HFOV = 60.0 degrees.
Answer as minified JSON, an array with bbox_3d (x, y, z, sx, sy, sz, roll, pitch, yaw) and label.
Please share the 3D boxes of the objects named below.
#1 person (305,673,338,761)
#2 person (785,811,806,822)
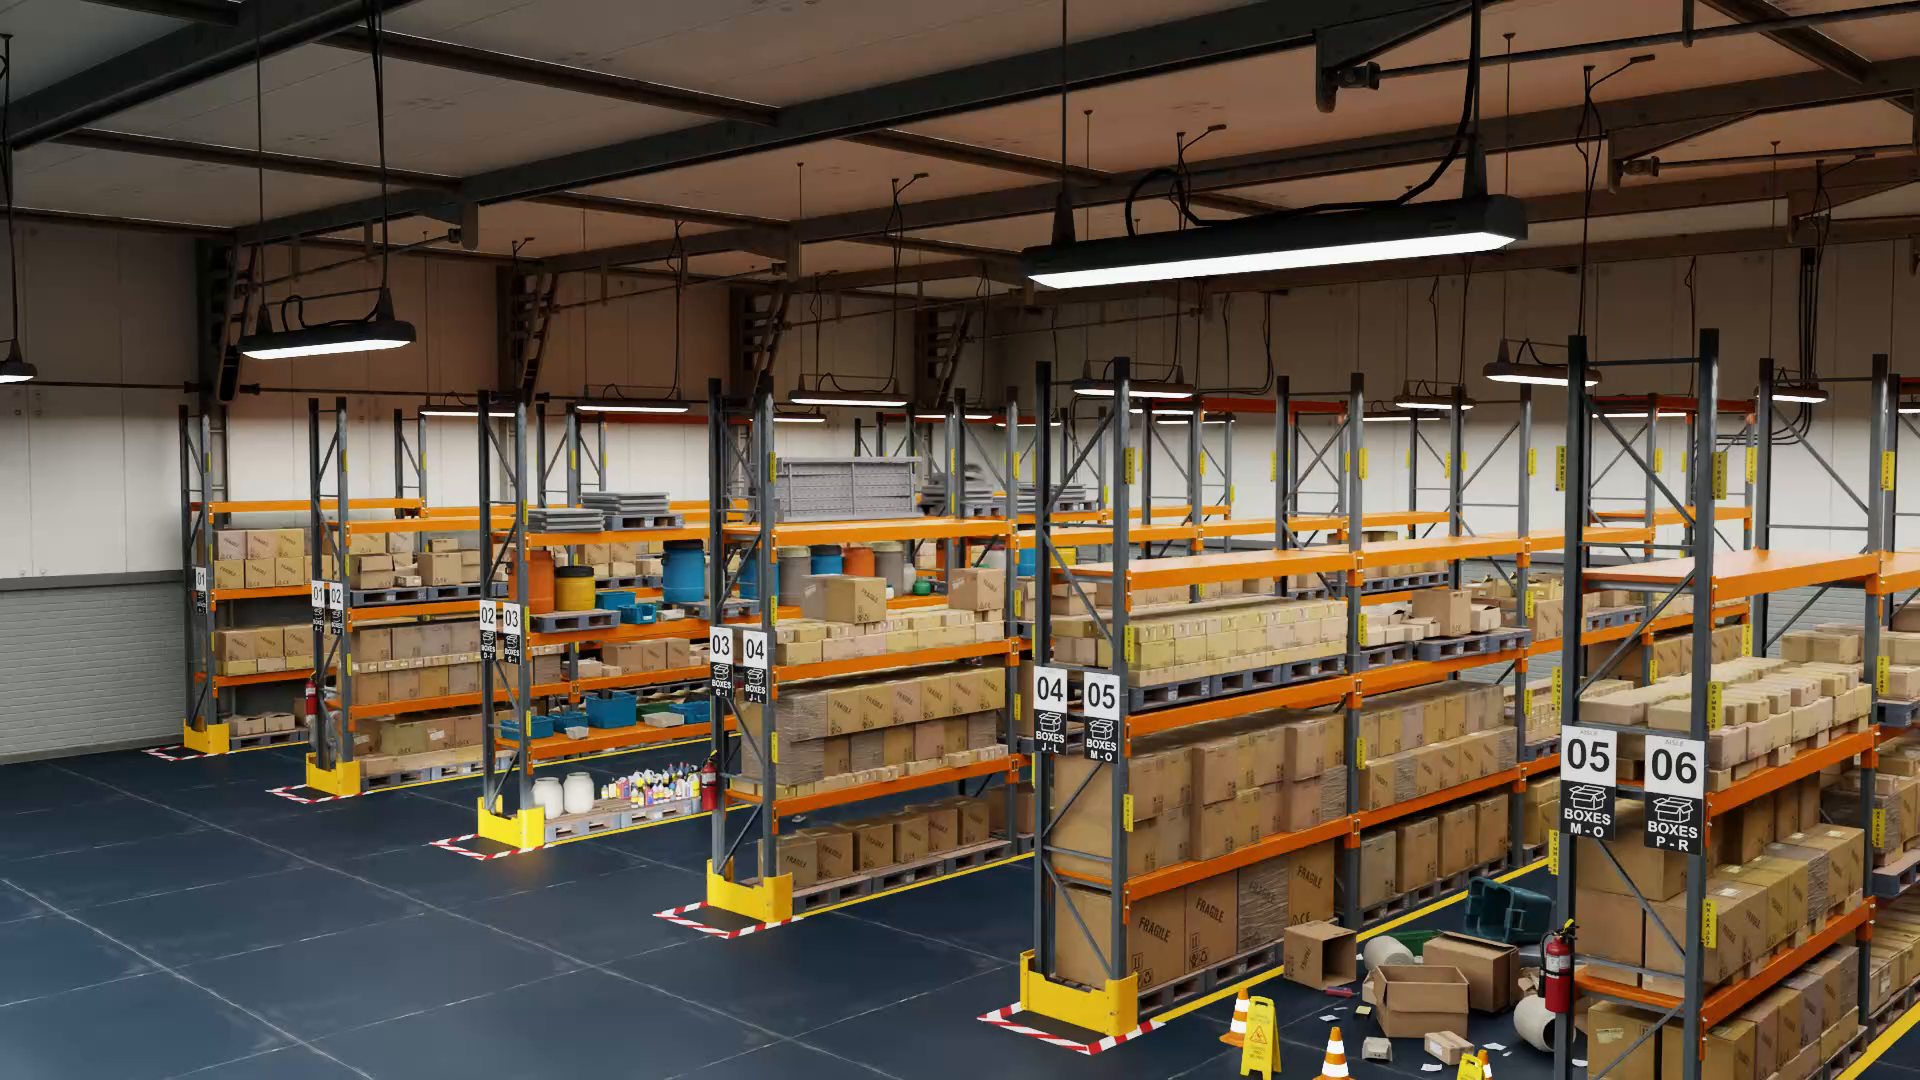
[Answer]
[{"bbox_3d":[-10.404,2.928,27.221,0.618,1.625,0.522,1,3,15],"label":"person"},{"bbox_3d":[-2.408,3.267,22.895,0.545,1.356,0.912,3,4,43],"label":"person"}]
